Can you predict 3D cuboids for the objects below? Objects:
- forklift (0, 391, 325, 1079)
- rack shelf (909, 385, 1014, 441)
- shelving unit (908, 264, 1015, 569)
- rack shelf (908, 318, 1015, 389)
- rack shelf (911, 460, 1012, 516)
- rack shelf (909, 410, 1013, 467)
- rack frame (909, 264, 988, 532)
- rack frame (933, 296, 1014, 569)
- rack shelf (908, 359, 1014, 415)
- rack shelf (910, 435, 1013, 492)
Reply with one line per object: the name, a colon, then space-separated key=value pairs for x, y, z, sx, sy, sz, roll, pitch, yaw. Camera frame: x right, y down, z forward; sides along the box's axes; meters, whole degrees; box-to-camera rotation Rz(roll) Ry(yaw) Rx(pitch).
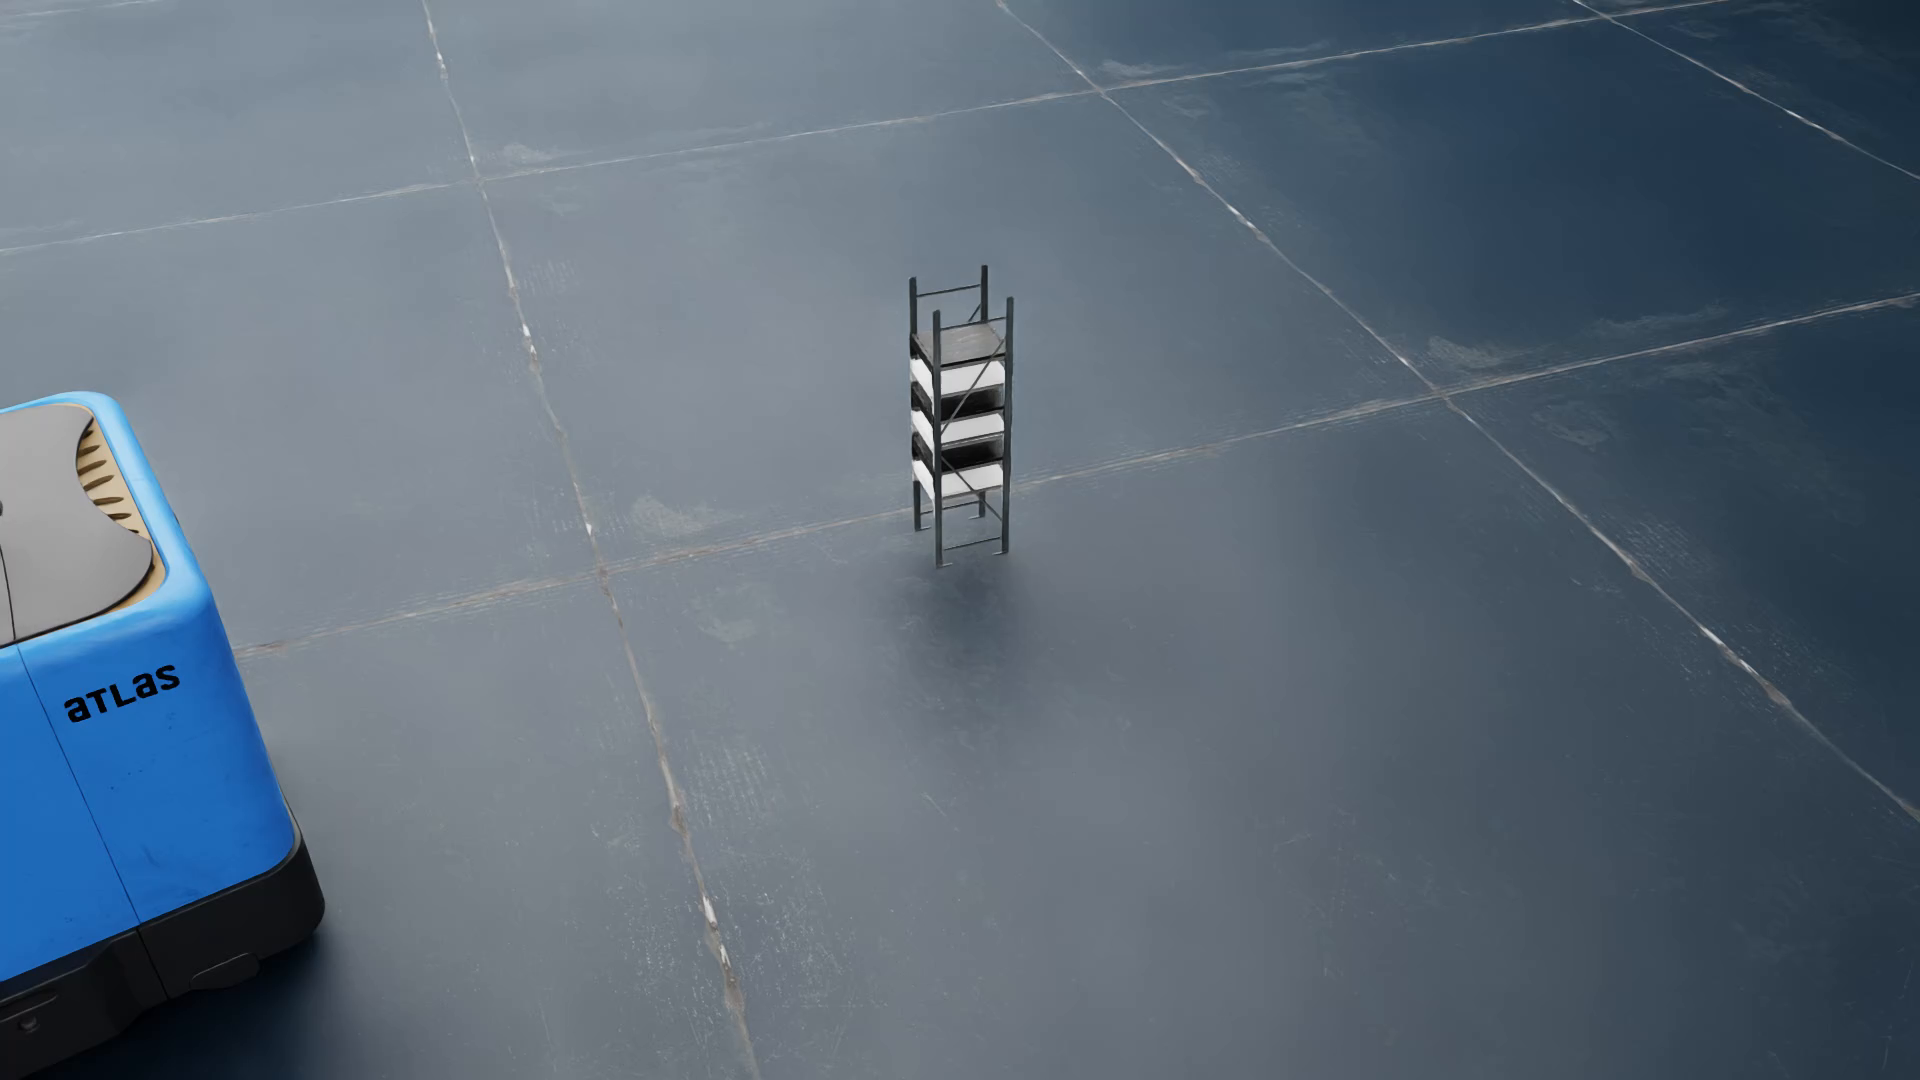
forklift: x=-3.020 y=0.041 z=2.759 sx=3.031 sy=2.935 sz=1.130 roll=-22 pitch=42 yaw=-26
rack shelf: x=0.003 y=-0.400 z=4.939 sx=0.258 sy=0.077 sz=0.200 roll=-12 pitch=39 yaw=-16
shelving unit: x=0.003 y=-0.355 z=4.973 sx=0.258 sy=0.900 sz=0.210 roll=-12 pitch=39 yaw=-16
rack shelf: x=0.003 y=-0.544 z=4.831 sx=0.258 sy=0.077 sz=0.200 roll=-12 pitch=39 yaw=-16
rack shelf: x=0.003 y=-0.184 z=5.102 sx=0.258 sy=0.077 sz=0.200 roll=-12 pitch=39 yaw=-16
rack shelf: x=0.003 y=-0.328 z=4.993 sx=0.258 sy=0.077 sz=0.200 roll=-12 pitch=39 yaw=-16
rack frame: x=-0.032 y=-0.412 z=5.049 sx=0.240 sy=0.900 sz=0.006 roll=-12 pitch=39 yaw=-16
rack frame: x=0.038 y=-0.297 z=4.897 sx=0.240 sy=0.900 sz=0.006 roll=-12 pitch=39 yaw=-16
rack shelf: x=0.003 y=-0.472 z=4.885 sx=0.258 sy=0.077 sz=0.200 roll=-12 pitch=39 yaw=-16
rack shelf: x=0.003 y=-0.256 z=5.047 sx=0.258 sy=0.077 sz=0.200 roll=-12 pitch=39 yaw=-16
